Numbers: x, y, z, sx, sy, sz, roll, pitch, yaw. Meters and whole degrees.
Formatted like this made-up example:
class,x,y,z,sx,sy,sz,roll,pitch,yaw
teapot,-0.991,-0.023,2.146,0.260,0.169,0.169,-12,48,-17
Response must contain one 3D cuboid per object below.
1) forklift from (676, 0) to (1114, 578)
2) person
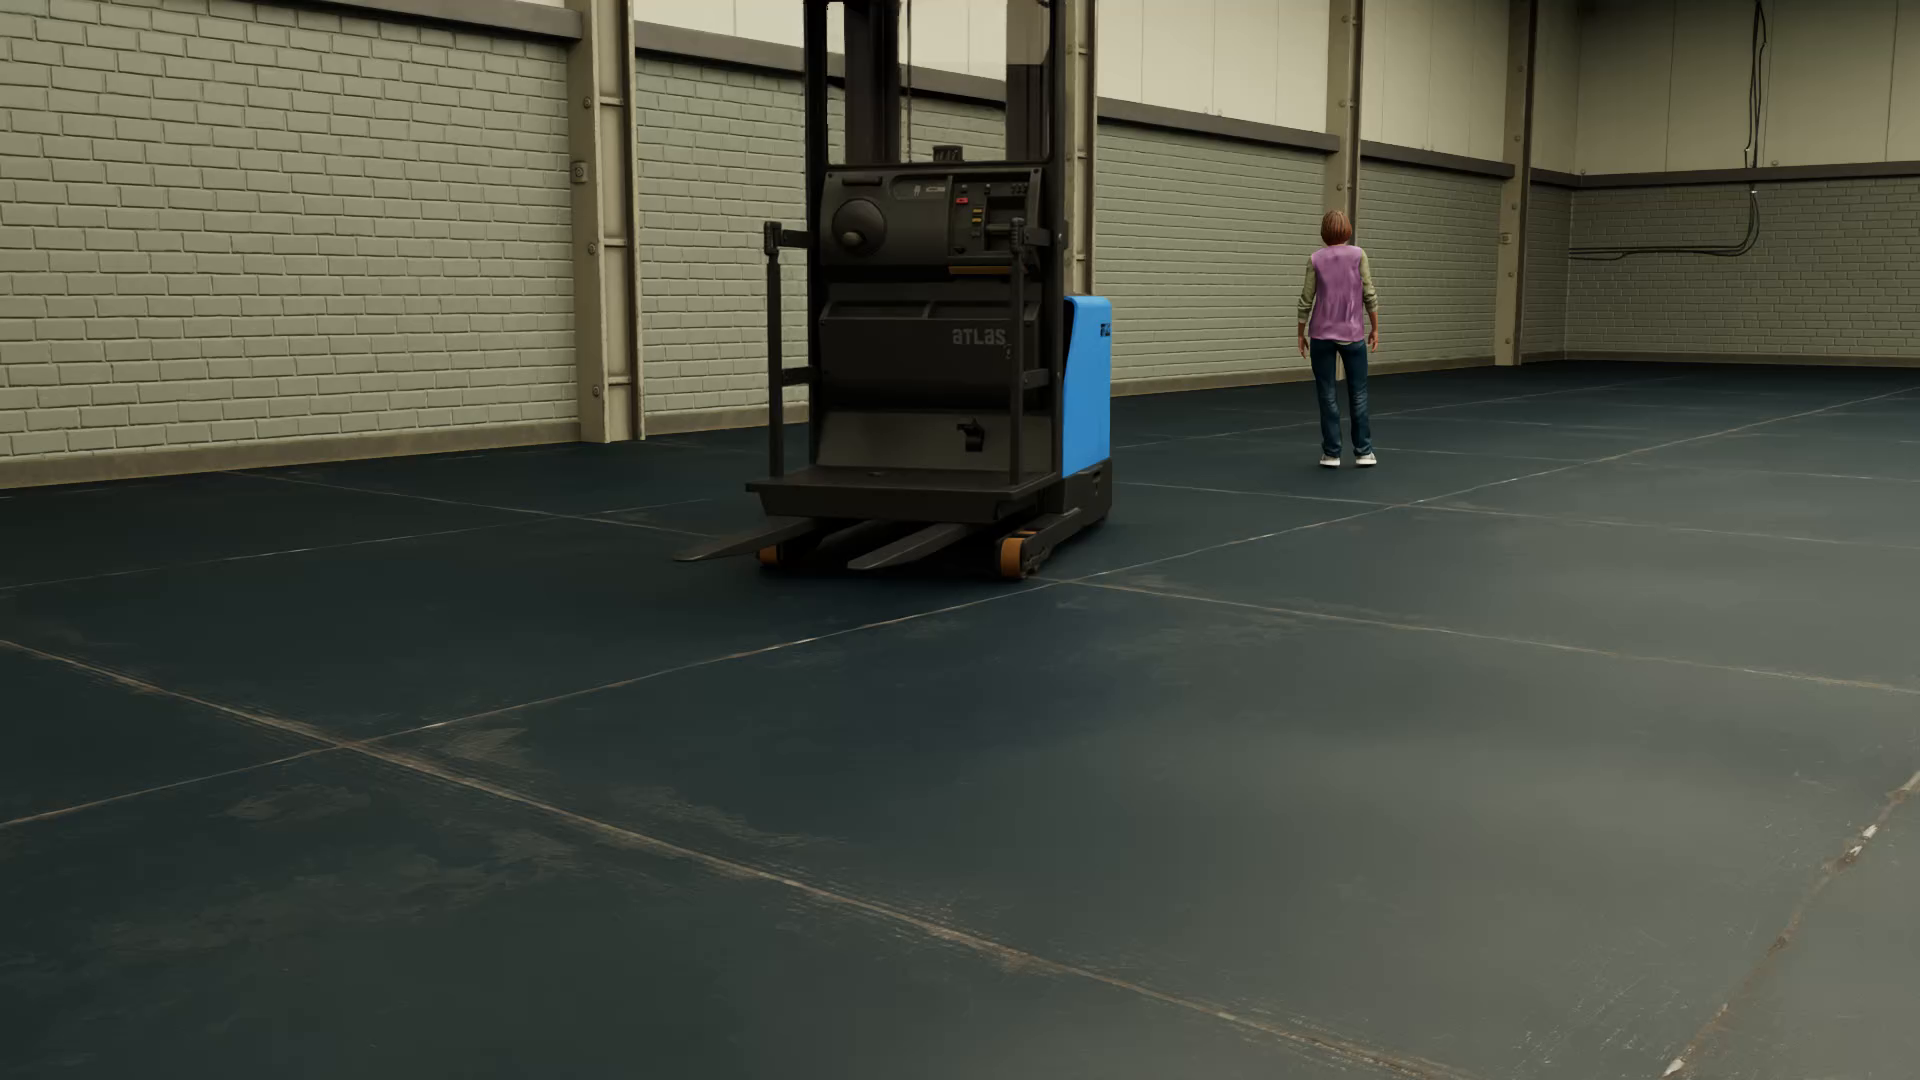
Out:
class,x,y,z,sx,sy,sz,roll,pitch,yaw
forklift,-0.176,-1.366,6.616,1.130,2.935,3.031,3,9,17
person,2.382,-1.262,10.460,0.520,1.597,0.475,2,9,12
